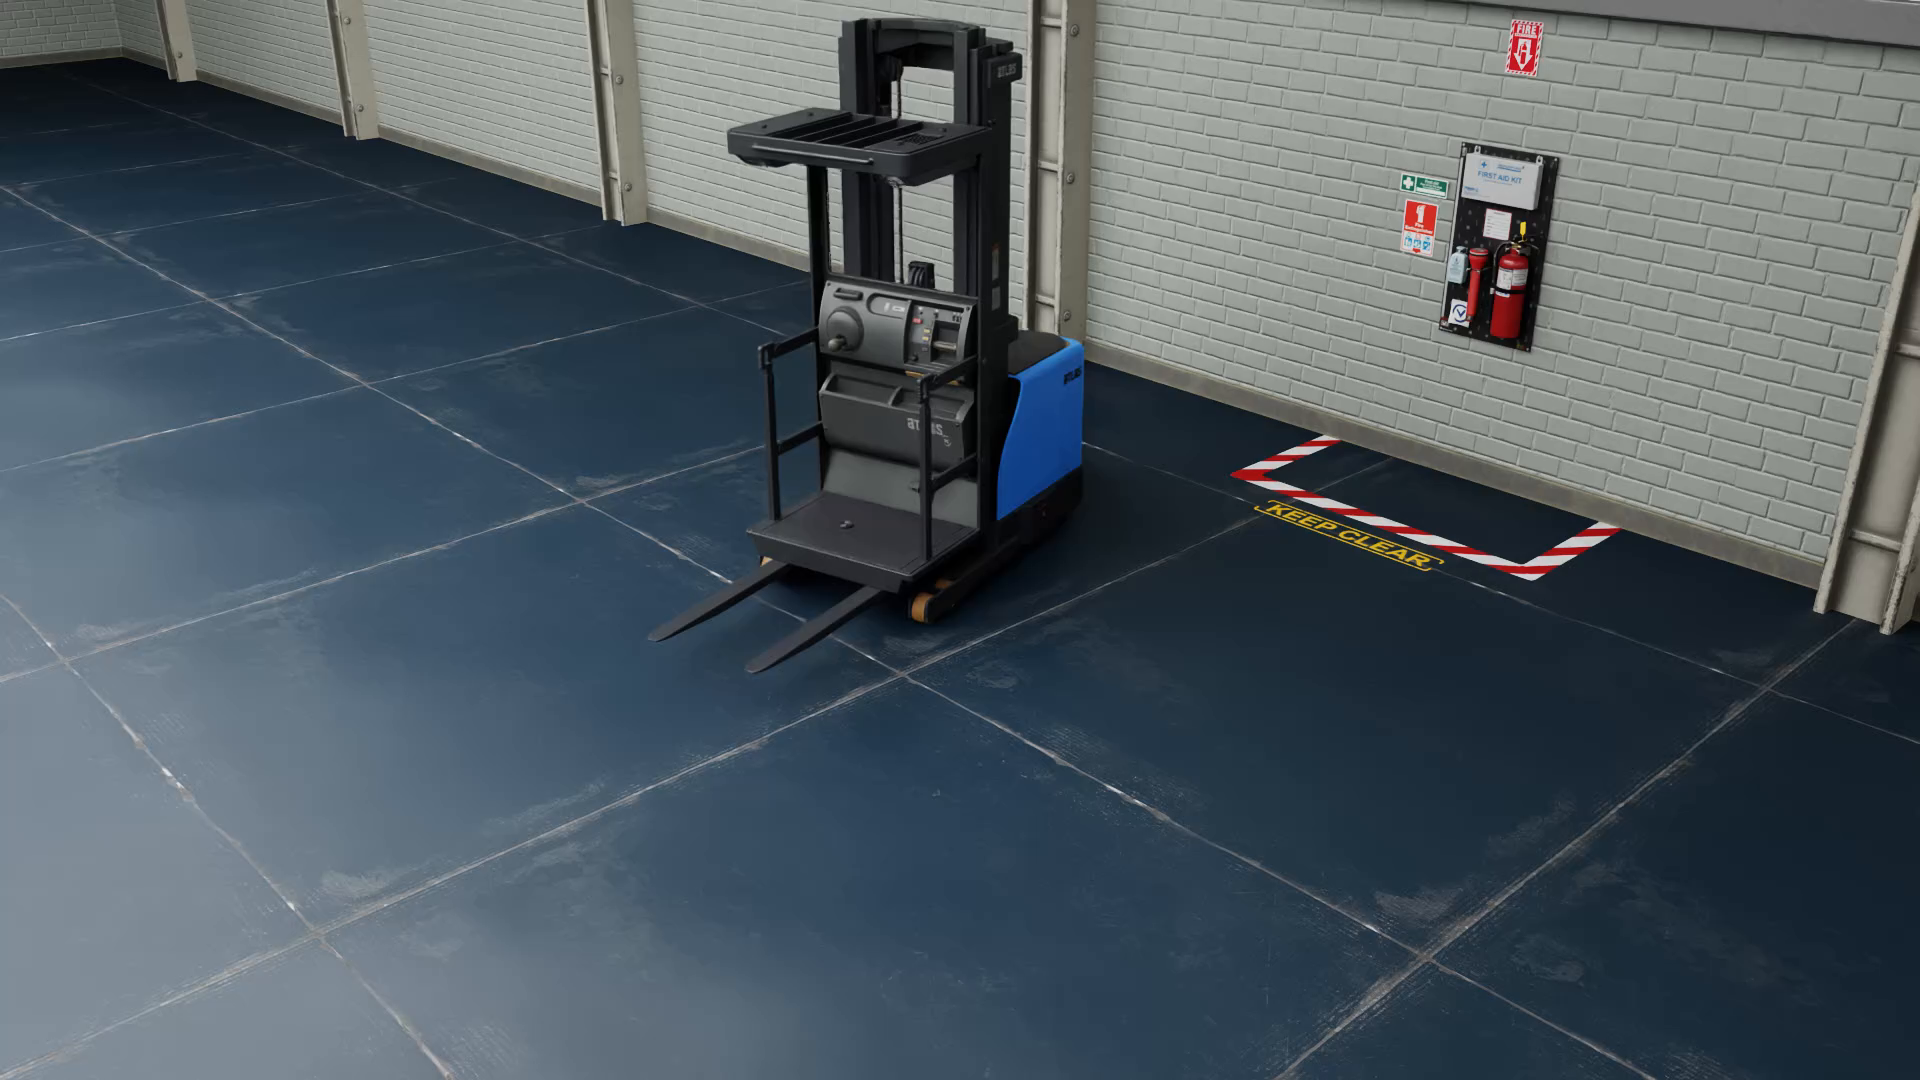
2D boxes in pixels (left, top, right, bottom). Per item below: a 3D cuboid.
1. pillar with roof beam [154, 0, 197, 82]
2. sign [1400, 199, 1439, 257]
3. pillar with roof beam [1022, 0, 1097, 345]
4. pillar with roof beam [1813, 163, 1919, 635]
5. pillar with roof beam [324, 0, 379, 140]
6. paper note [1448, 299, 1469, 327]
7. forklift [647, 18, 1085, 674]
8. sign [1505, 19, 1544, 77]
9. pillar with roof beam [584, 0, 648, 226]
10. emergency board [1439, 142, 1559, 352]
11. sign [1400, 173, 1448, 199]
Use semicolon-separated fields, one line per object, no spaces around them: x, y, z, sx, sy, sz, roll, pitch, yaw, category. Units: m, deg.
-14.724;-9.750;20.280;9.100;9.000;0.400;-21;32;-38;pillar with roof beam
2.858;-1.943;10.352;0.001;0.329;0.234;-21;32;-38;sign
-2.421;-4.297;8.326;9.100;9.000;0.400;-21;32;-38;pillar with roof beam
1.680;-2.479;4.341;9.100;9.000;0.400;-21;32;-38;pillar with roof beam
-10.623;-7.932;16.295;9.100;9.000;0.400;-21;32;-38;pillar with roof beam
3.090;-1.403;10.272;0.016;0.148;0.142;-21;32;-38;paper note
-0.457;-1.109;8.650;1.130;2.935;3.031;14;28;29;forklift
3.228;-2.815;9.515;0.001;0.298;0.199;-21;32;-38;sign
-6.522;-6.114;12.311;9.100;9.000;0.400;-21;32;-38;pillar with roof beam
3.161;-1.730;9.928;0.194;1.169;0.643;-21;32;-38;emergency board
2.855;-2.180;10.234;0.001;0.109;0.331;-21;32;-38;sign
